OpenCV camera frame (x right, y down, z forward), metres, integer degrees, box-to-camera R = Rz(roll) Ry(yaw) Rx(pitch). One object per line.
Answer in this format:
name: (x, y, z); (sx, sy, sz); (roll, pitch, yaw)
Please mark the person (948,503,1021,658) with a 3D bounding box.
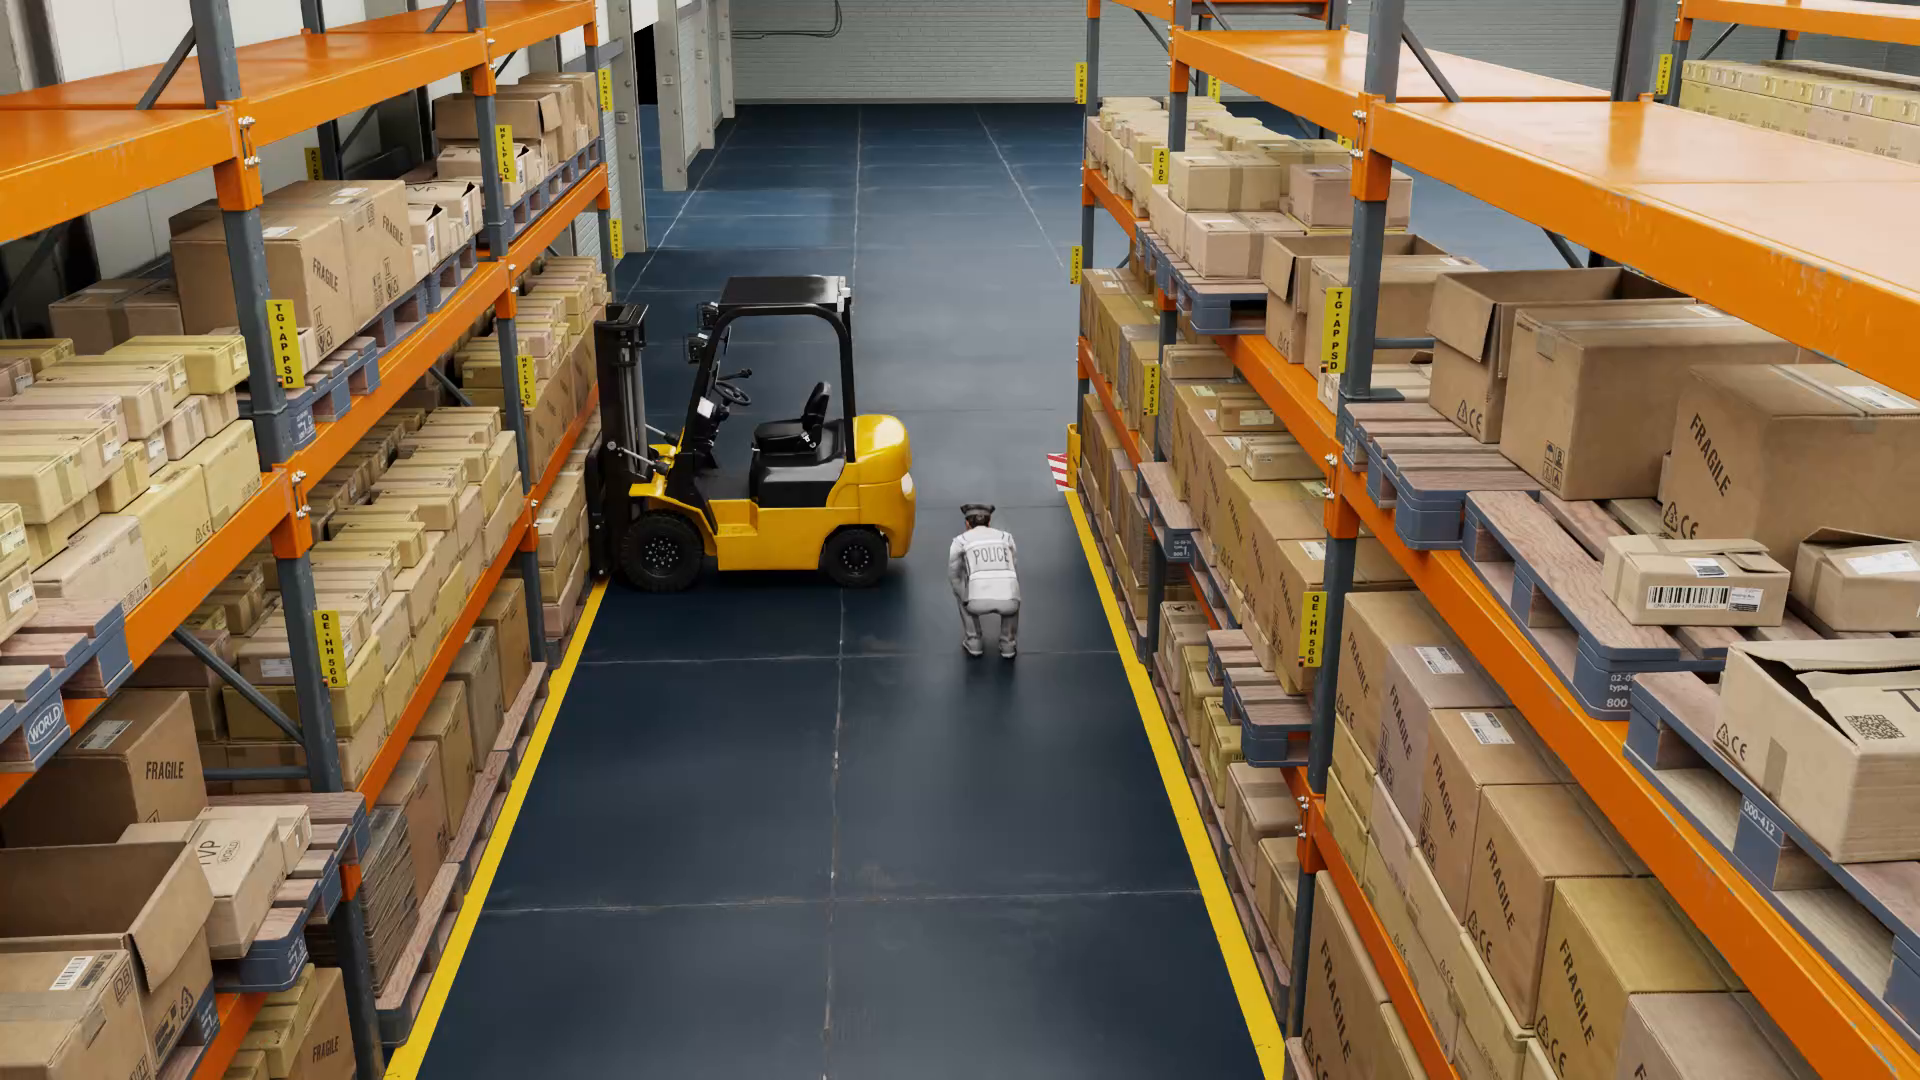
person: (0.174, 0.273, 11.343); (0.493, 0.974, 0.825); (-1, 21, -3)
